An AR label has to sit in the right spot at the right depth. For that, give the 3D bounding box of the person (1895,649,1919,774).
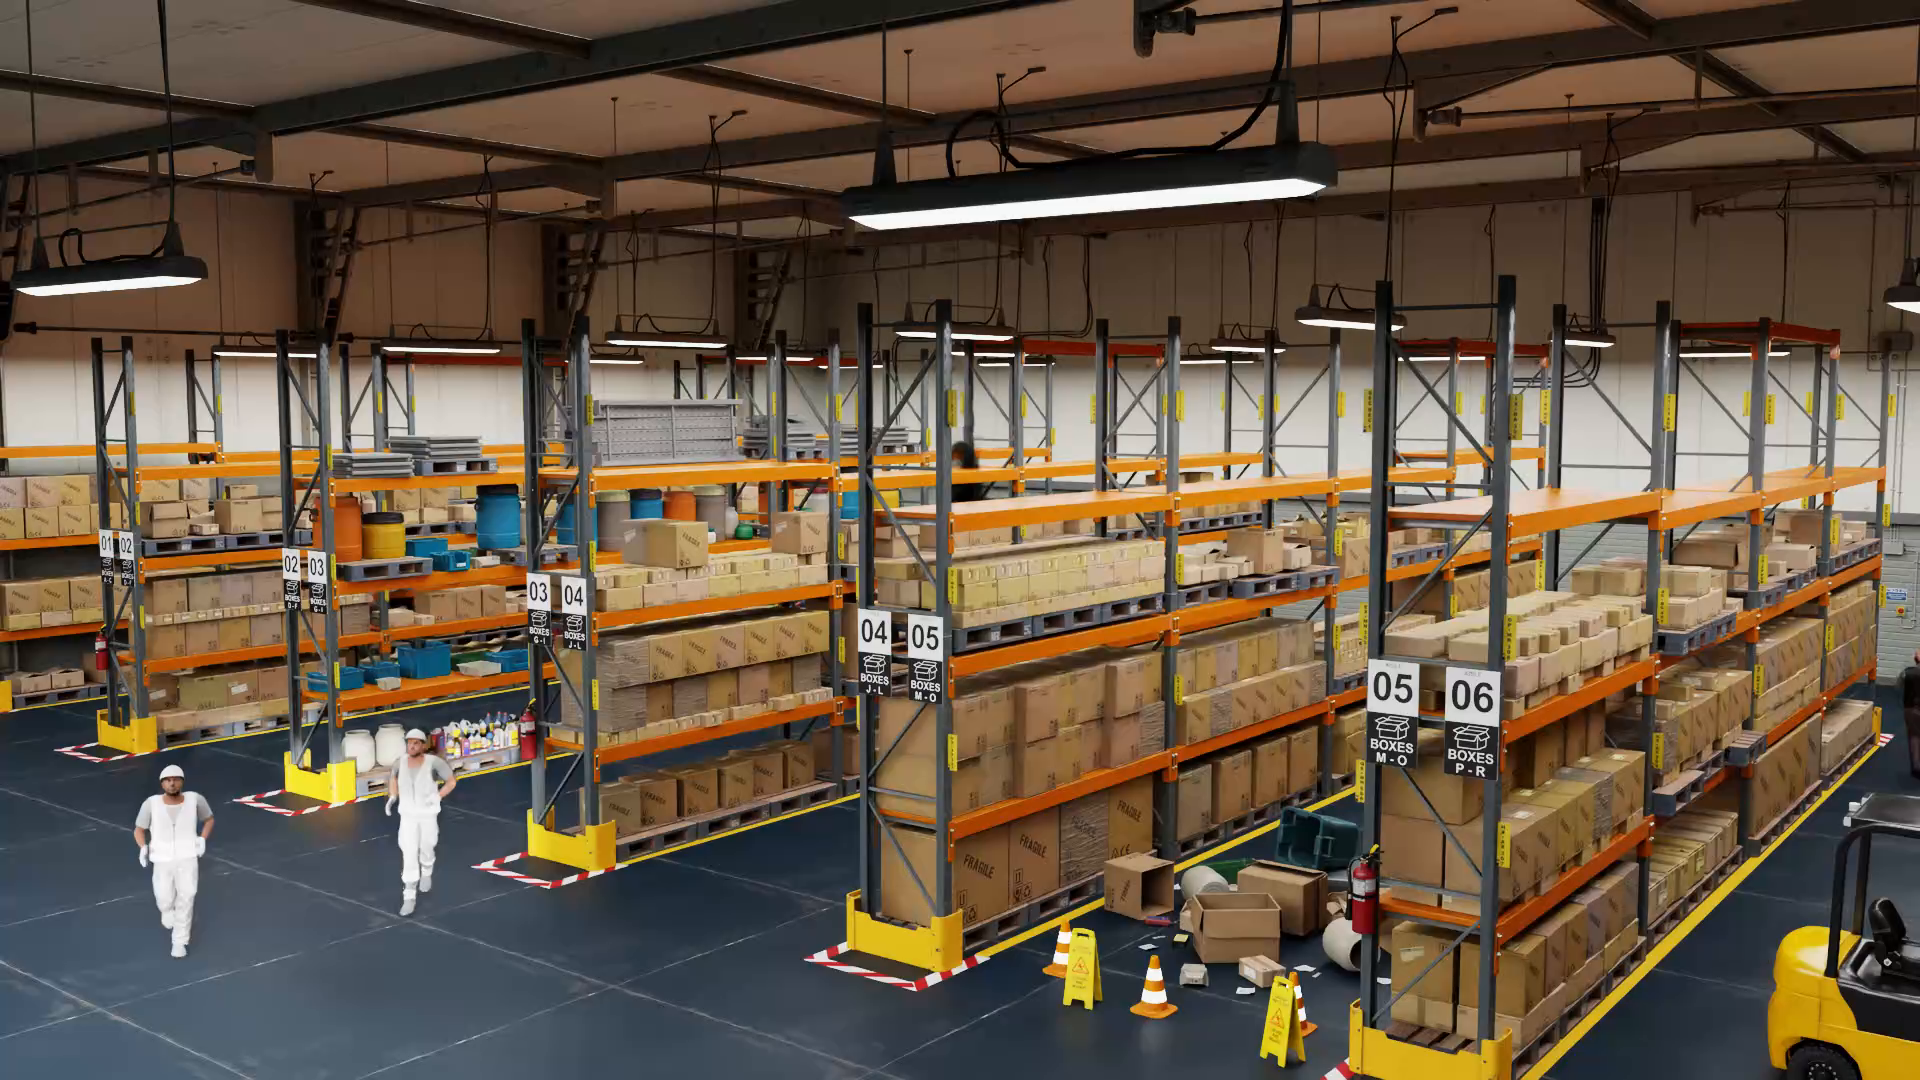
[{"bbox_3d":[13.144,2.329,22.736,0.644,1.699,0.642,2,5,25],"label":"person"}]

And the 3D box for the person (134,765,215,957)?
[{"bbox_3d":[-7.308,2.953,15.504,0.683,1.743,0.689,-2,6,-26],"label":"person"}]

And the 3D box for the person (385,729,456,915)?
[{"bbox_3d":[-5.426,2.774,16.779,0.677,1.782,0.965,-1,5,-6],"label":"person"}]

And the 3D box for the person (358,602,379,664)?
[{"bbox_3d":[-10.585,1.721,29.420,0.723,1.742,1.079,4,6,35],"label":"person"}]
